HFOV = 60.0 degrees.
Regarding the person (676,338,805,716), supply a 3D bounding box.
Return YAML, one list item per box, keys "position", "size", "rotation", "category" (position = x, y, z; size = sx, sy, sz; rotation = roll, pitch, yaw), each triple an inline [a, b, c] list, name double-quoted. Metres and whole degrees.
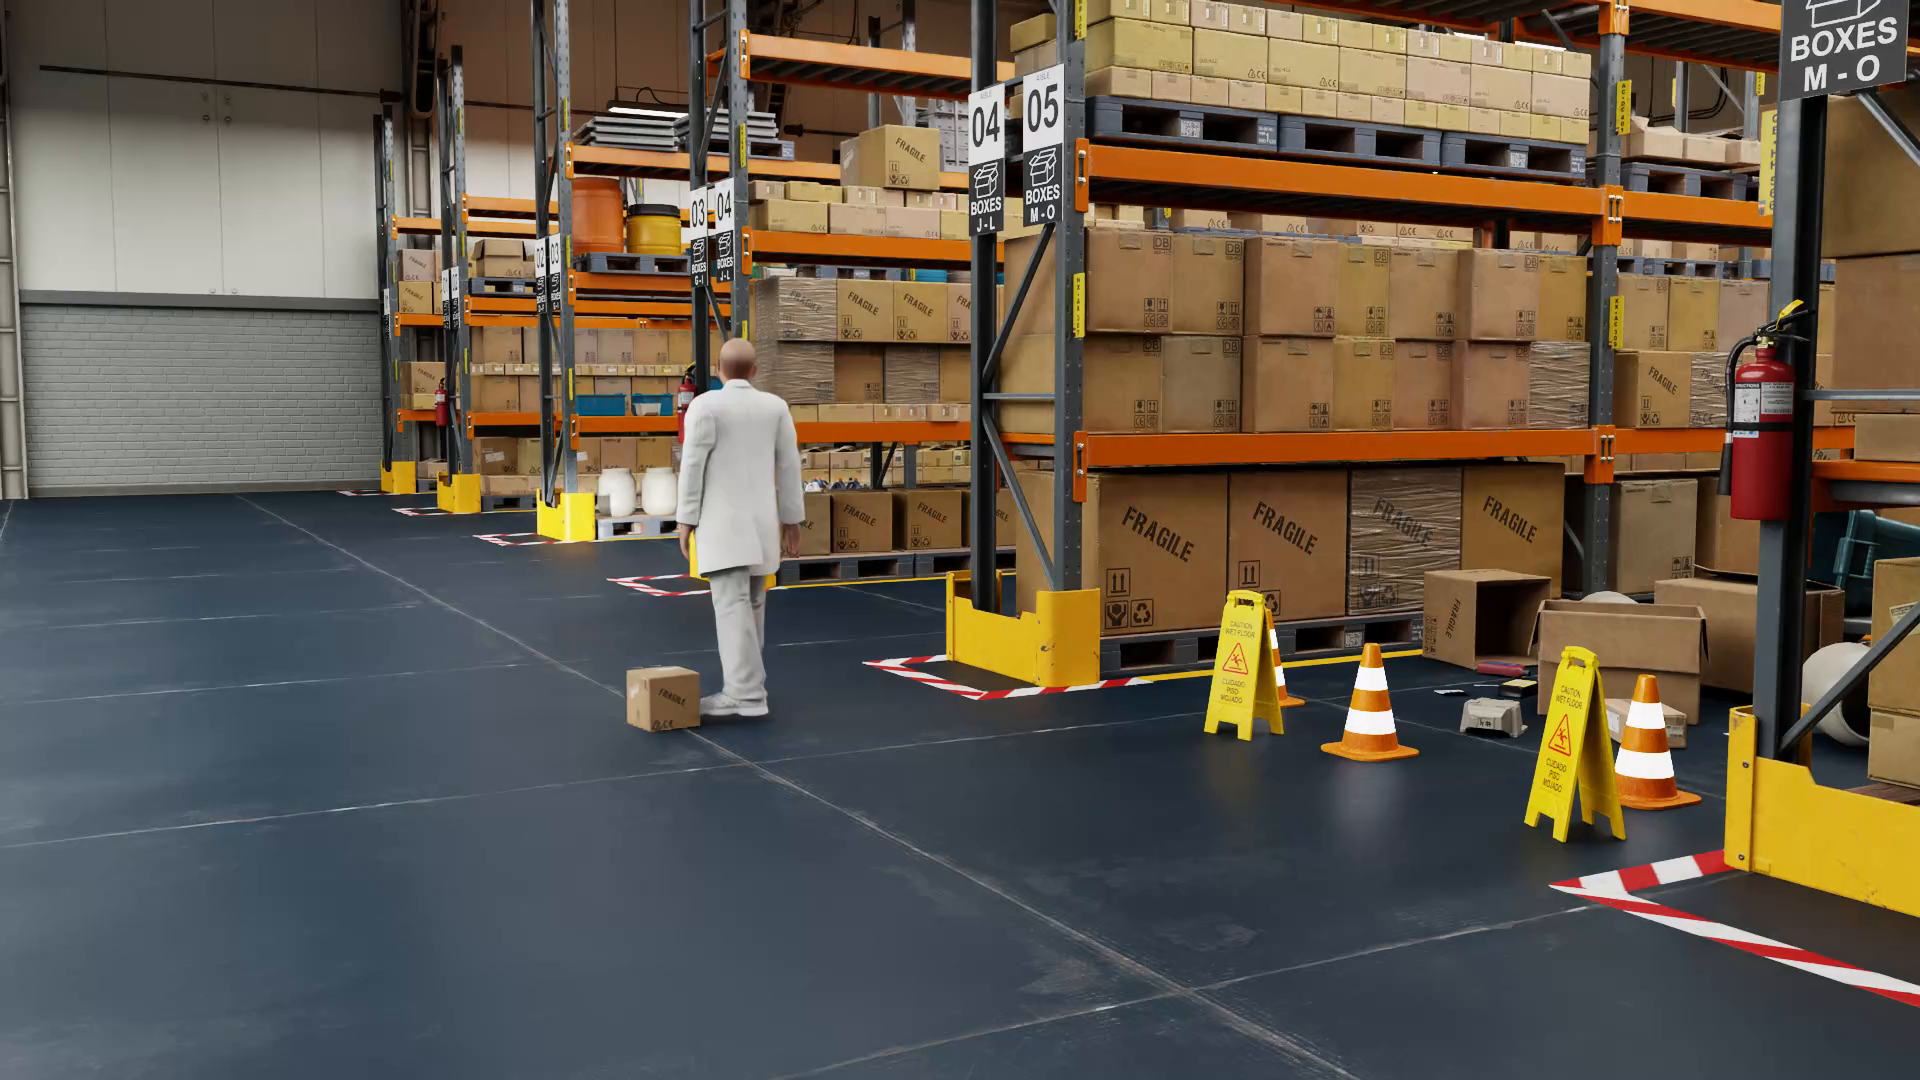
- position: [-1.059, -0.070, 7.935]
  size: [0.652, 1.777, 0.691]
  rotation: [-4, 6, -39]
  category: "person"
